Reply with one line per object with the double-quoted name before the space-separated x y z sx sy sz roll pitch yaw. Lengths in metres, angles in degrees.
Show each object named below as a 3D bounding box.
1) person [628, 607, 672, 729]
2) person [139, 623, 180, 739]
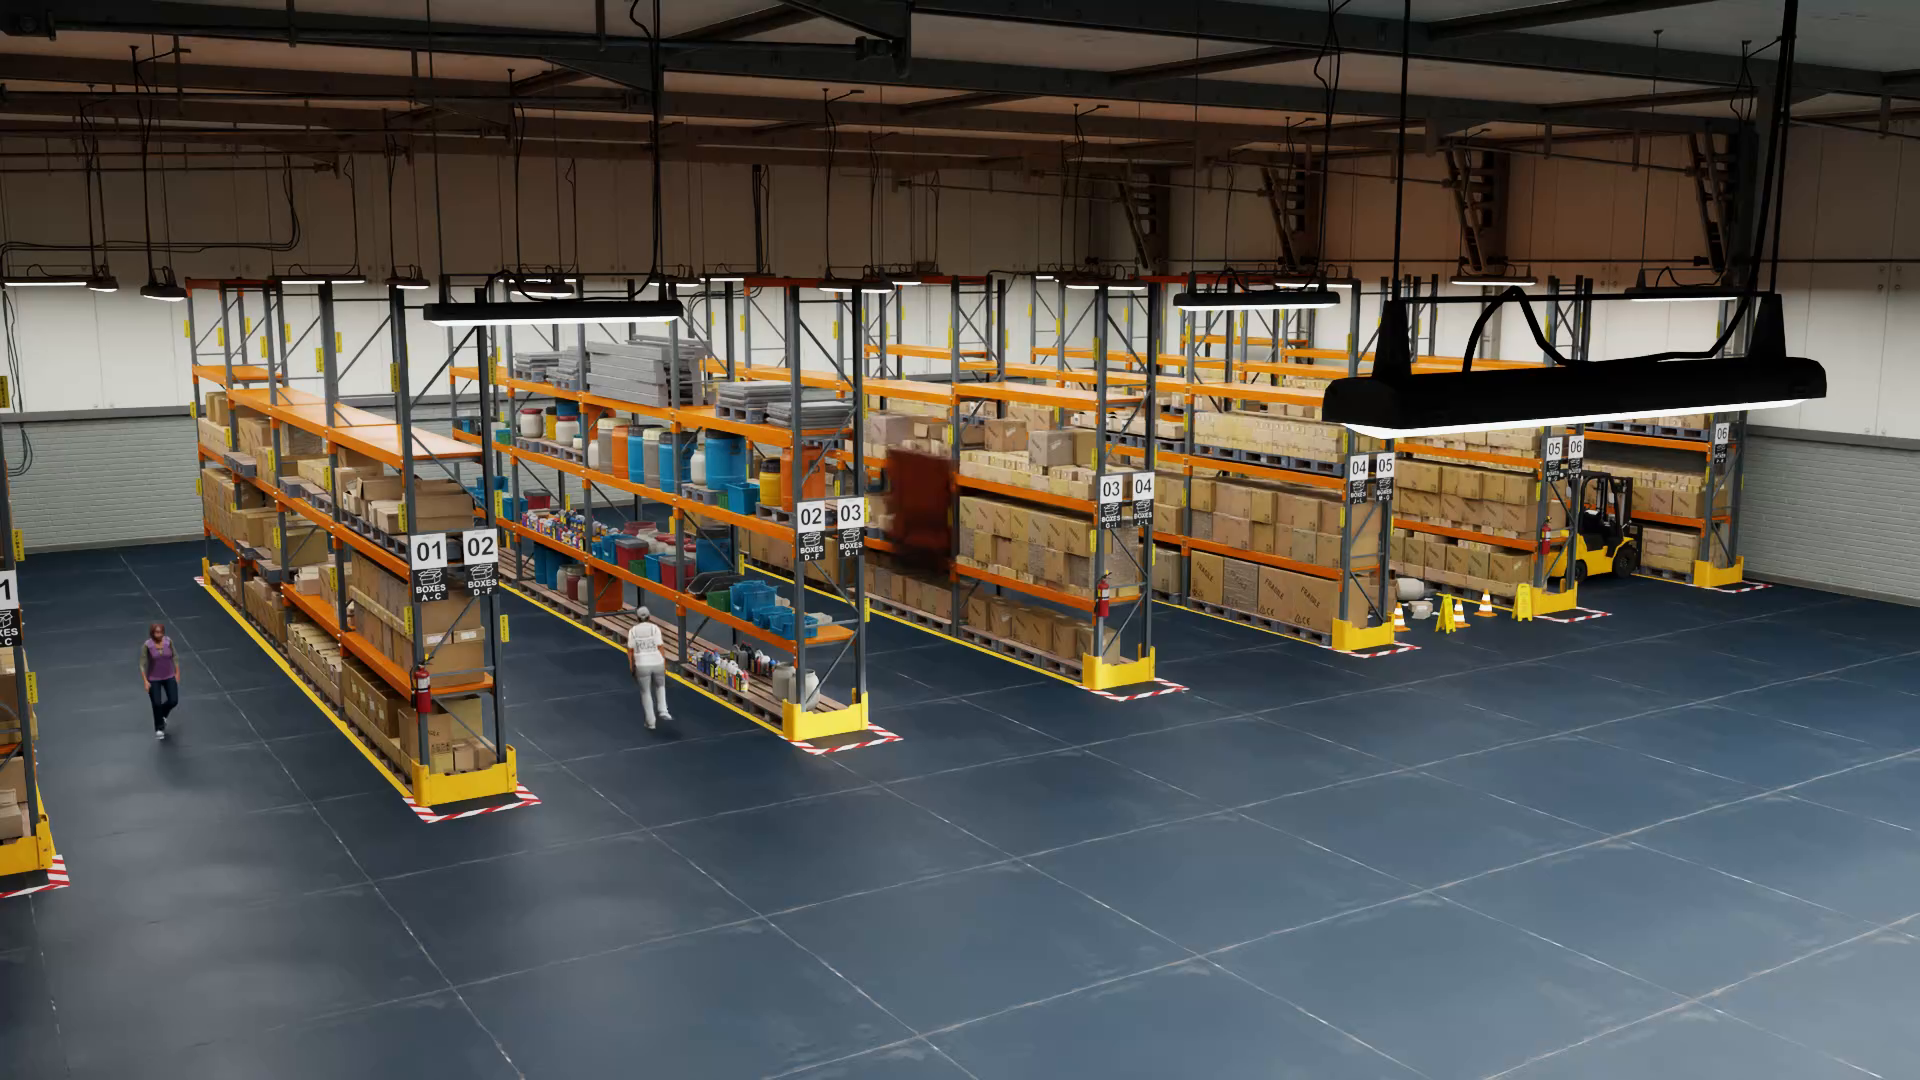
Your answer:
"person" -4.243 1.736 22.703 0.547 1.648 0.514 -4 10 -23
"person" -10.743 1.859 22.306 0.501 1.582 0.474 -7 12 -37
